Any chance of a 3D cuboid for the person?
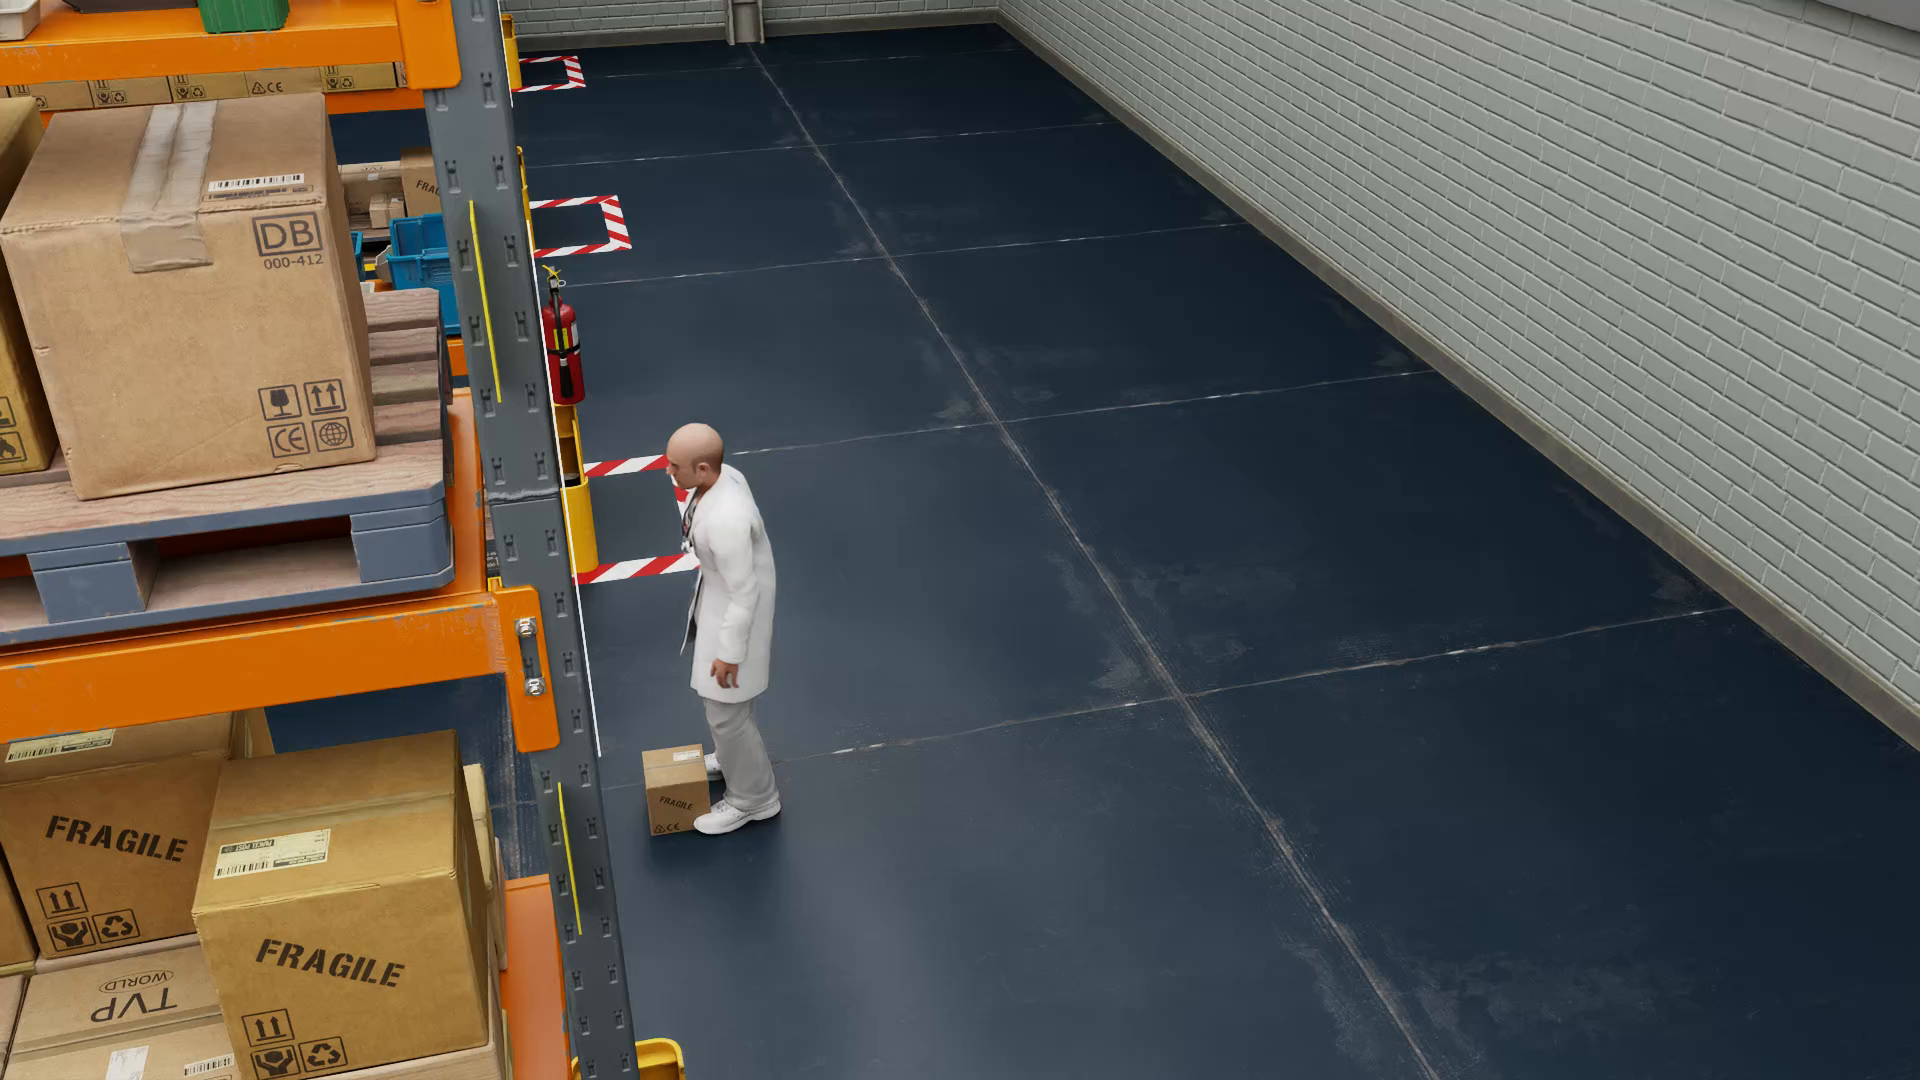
[{"bbox_3d":[-0.935,0.331,6.570,0.427,1.773,0.641,-8,31,-13],"label":"person"}]
